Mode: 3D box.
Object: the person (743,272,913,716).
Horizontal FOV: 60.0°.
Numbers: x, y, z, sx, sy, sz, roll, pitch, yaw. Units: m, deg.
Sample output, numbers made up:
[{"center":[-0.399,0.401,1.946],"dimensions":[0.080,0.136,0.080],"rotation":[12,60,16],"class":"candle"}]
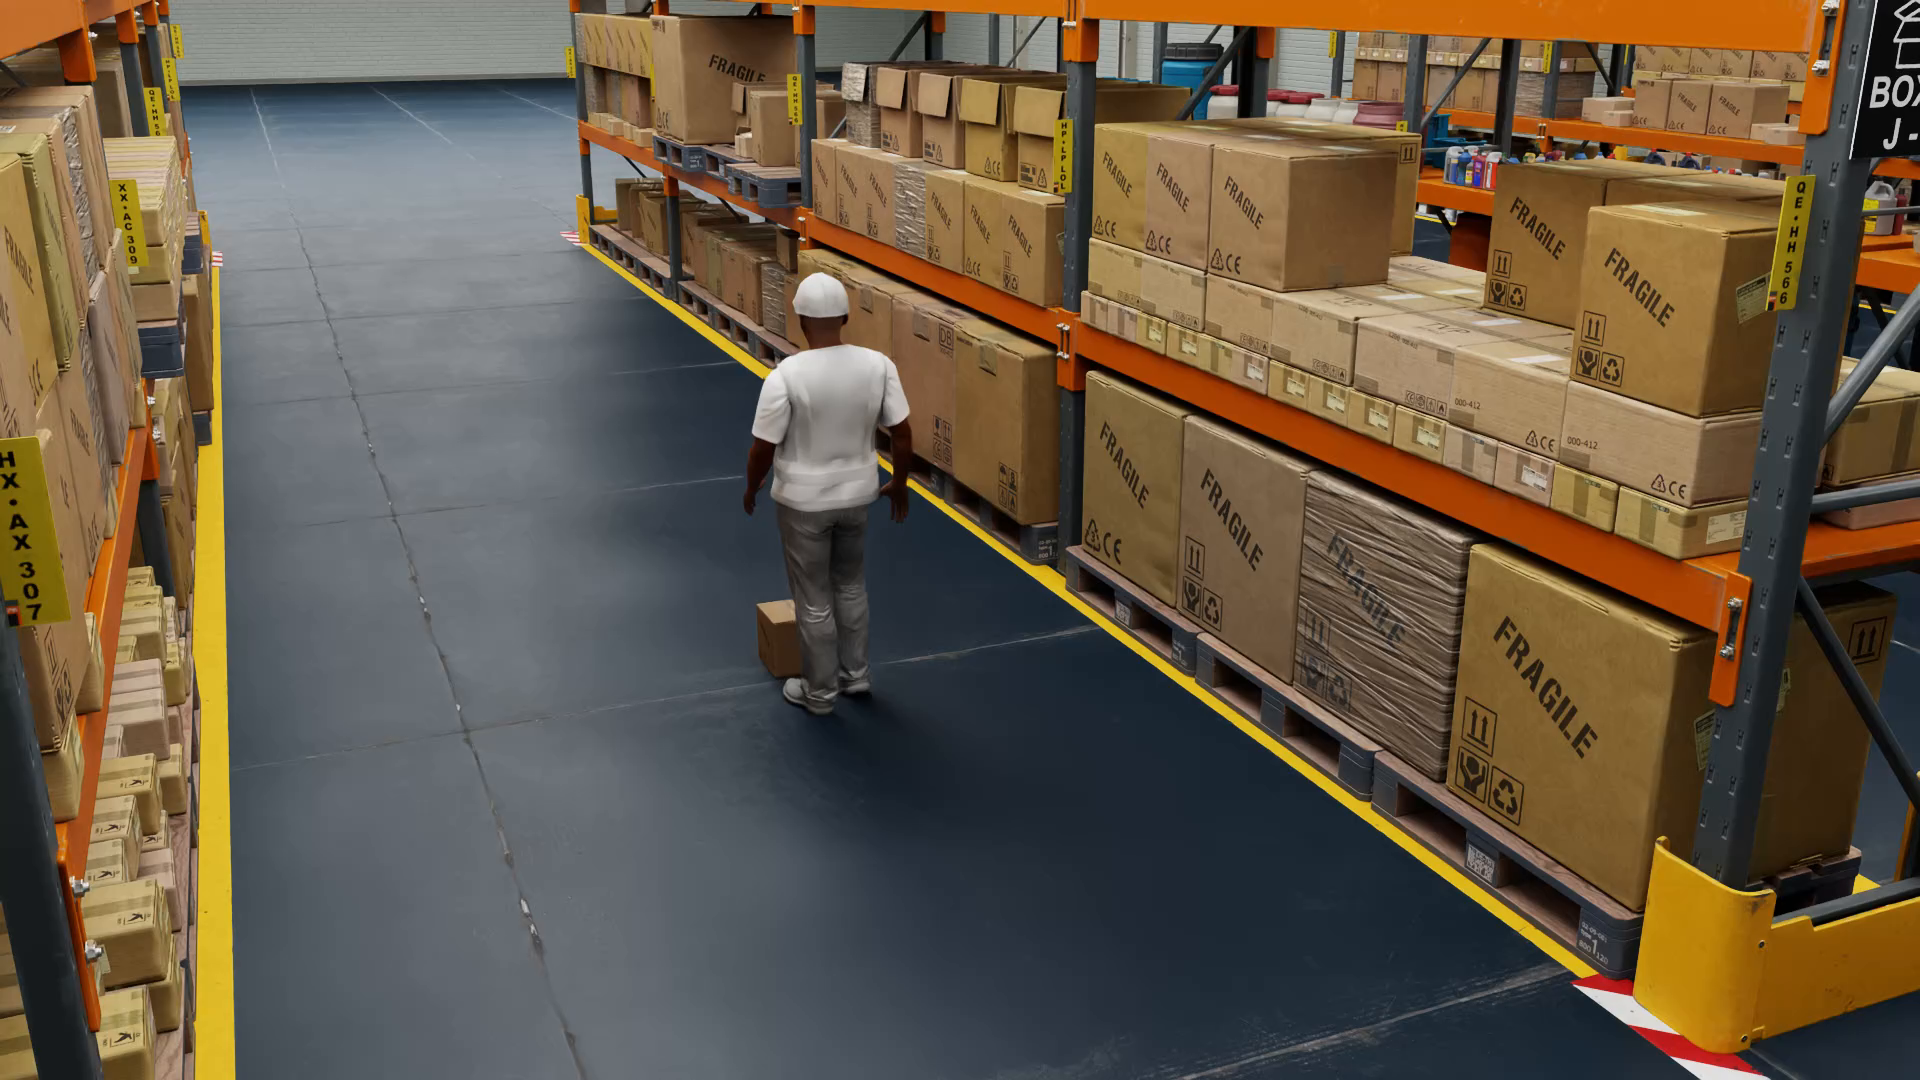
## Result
[{"center":[-0.528,-0.135,6.546],"dimensions":[0.661,1.853,0.468],"rotation":[-11,22,-30],"class":"person"}]
